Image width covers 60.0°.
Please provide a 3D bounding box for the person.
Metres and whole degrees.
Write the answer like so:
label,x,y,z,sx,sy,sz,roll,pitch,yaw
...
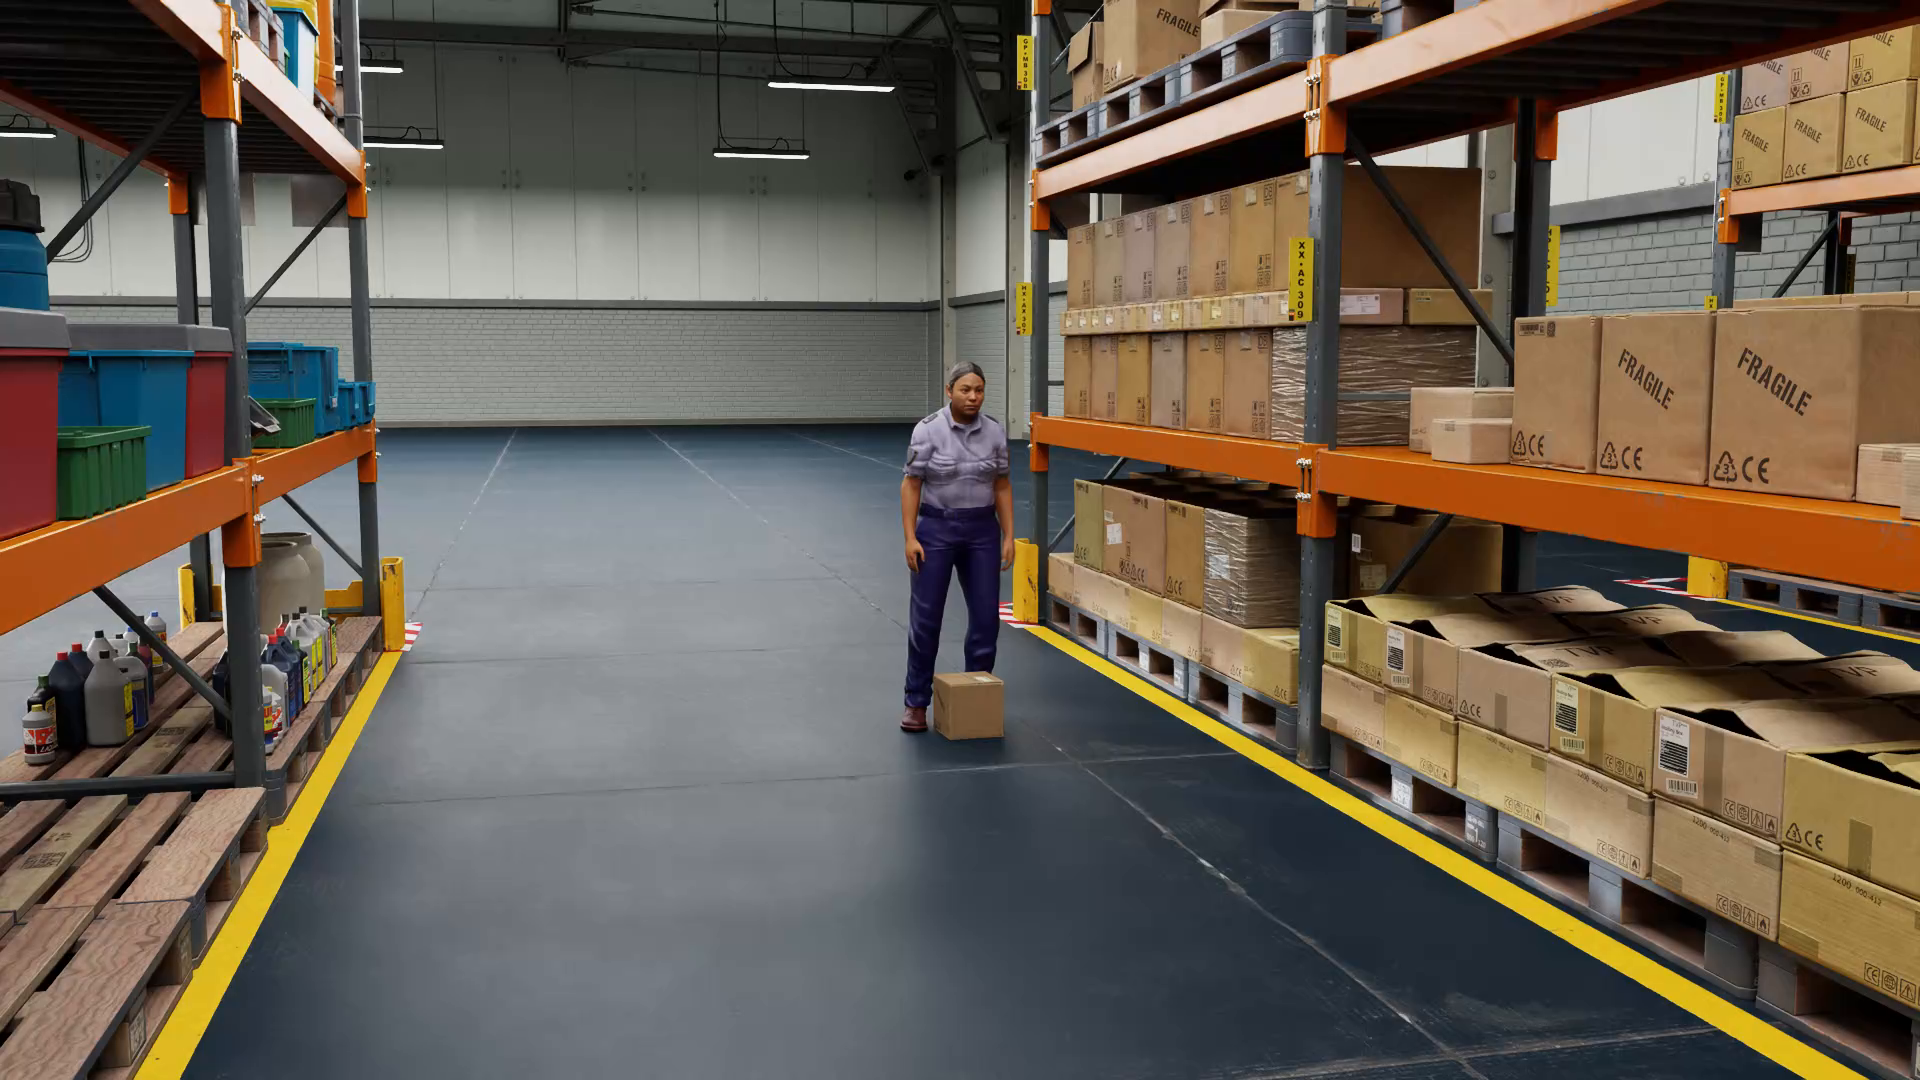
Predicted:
label,x,y,z,sx,sy,sz,roll,pitch,yaw
person,-0.021,0.019,7.542,0.542,1.652,0.414,-2,6,-14
